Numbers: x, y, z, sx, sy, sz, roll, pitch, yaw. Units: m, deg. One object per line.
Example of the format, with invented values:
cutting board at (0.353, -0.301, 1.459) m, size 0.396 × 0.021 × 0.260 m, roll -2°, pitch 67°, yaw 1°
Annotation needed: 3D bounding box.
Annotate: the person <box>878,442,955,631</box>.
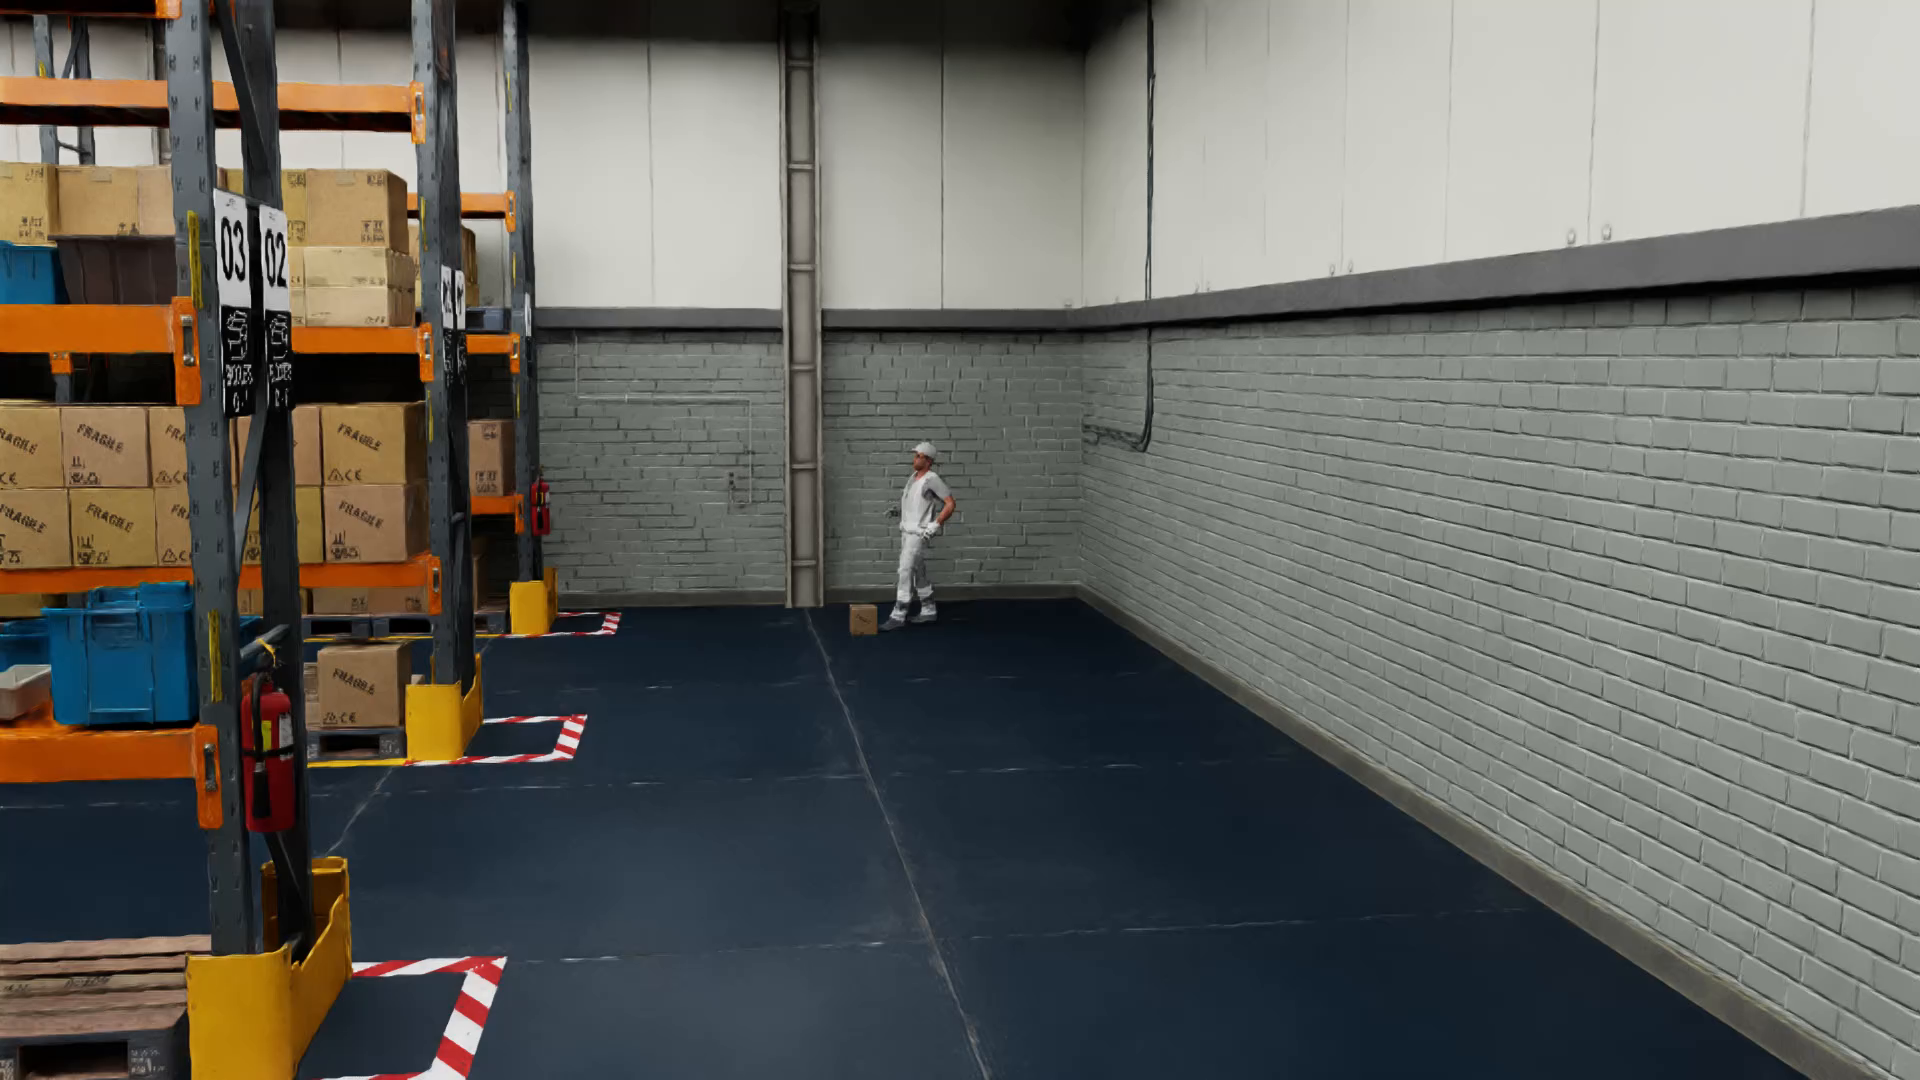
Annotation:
person at (-0.506, -0.041, 15.995) m, size 0.709 × 1.796 × 0.709 m, roll -3°, pitch 7°, yaw -26°
